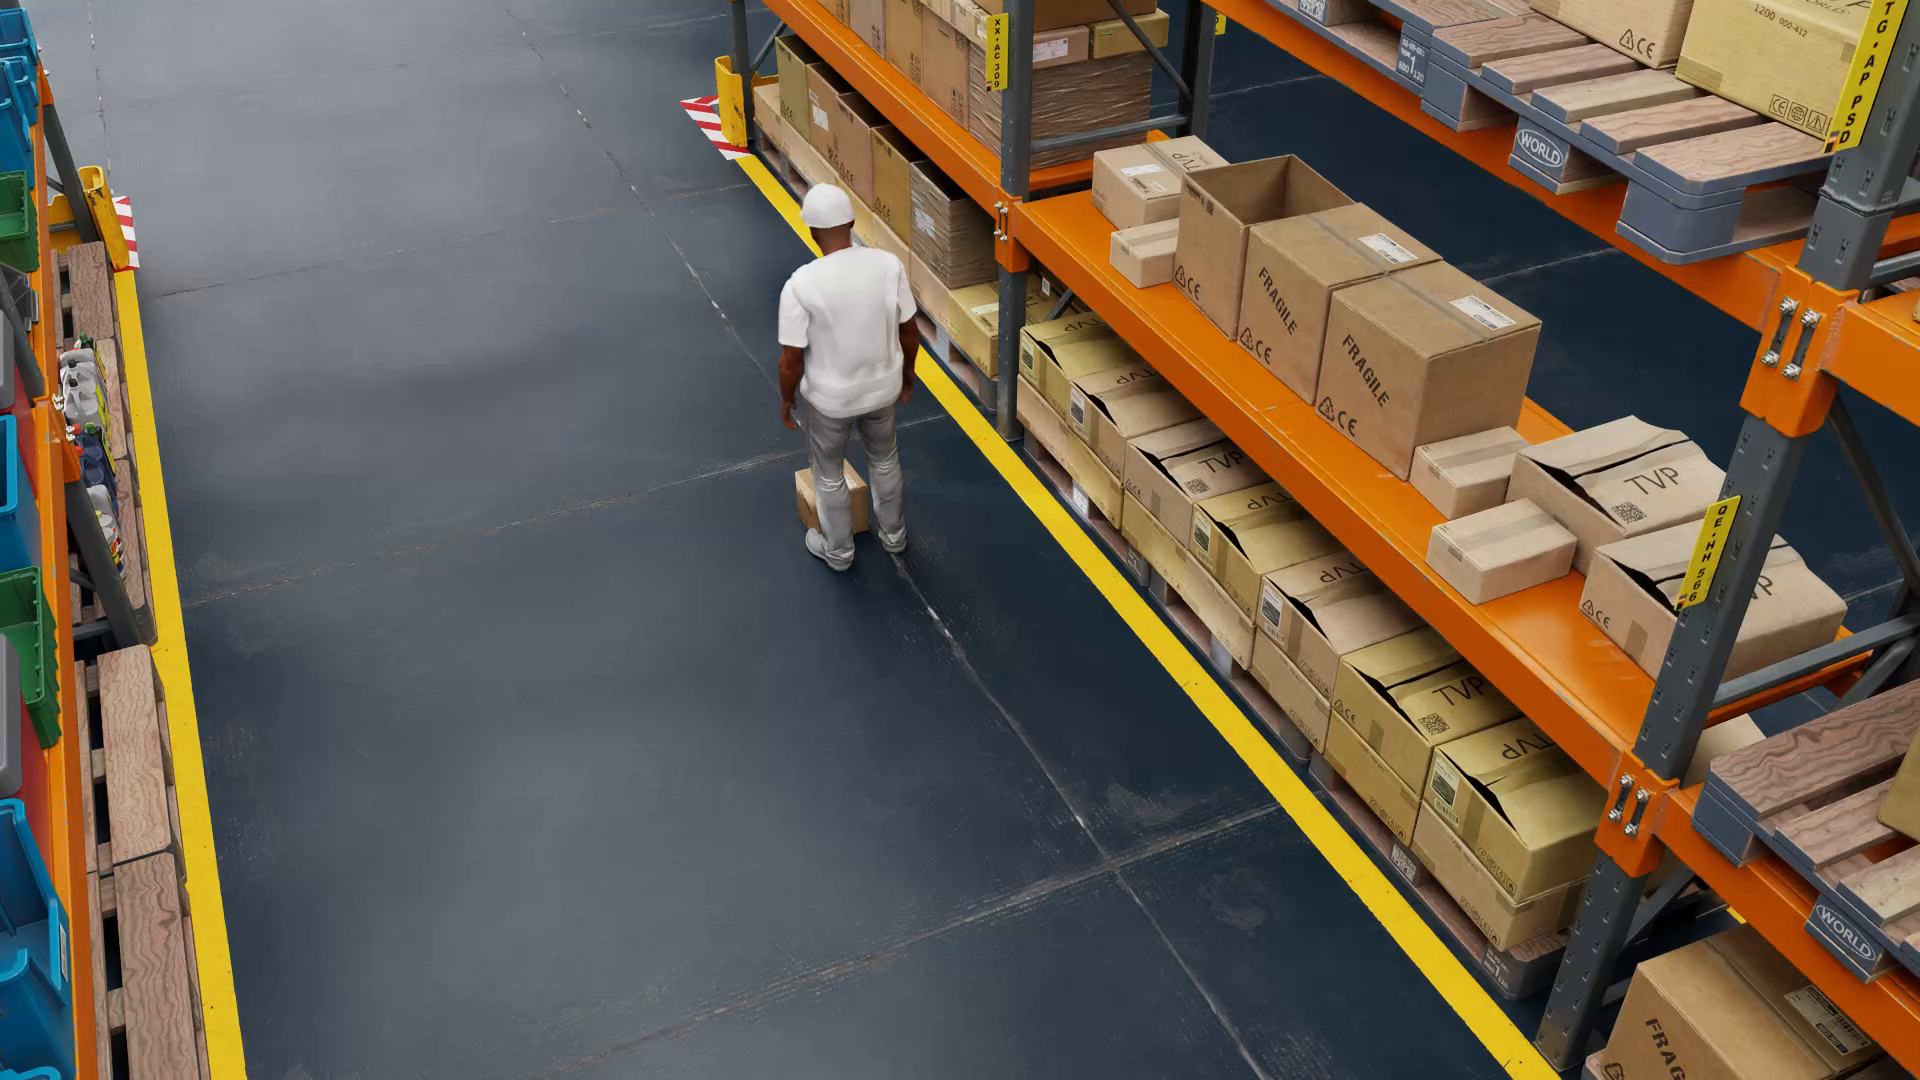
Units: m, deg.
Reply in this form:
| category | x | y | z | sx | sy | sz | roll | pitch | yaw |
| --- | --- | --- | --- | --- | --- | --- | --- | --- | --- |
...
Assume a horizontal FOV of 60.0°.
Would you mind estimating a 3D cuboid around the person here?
| category | x | y | z | sx | sy | sz | roll | pitch | yaw |
| --- | --- | --- | --- | --- | --- | --- | --- | --- | --- |
| person | -0.472 | -0.660 | 7.009 | 0.625 | 1.760 | 0.461 | -16 | 40 | -20 |
